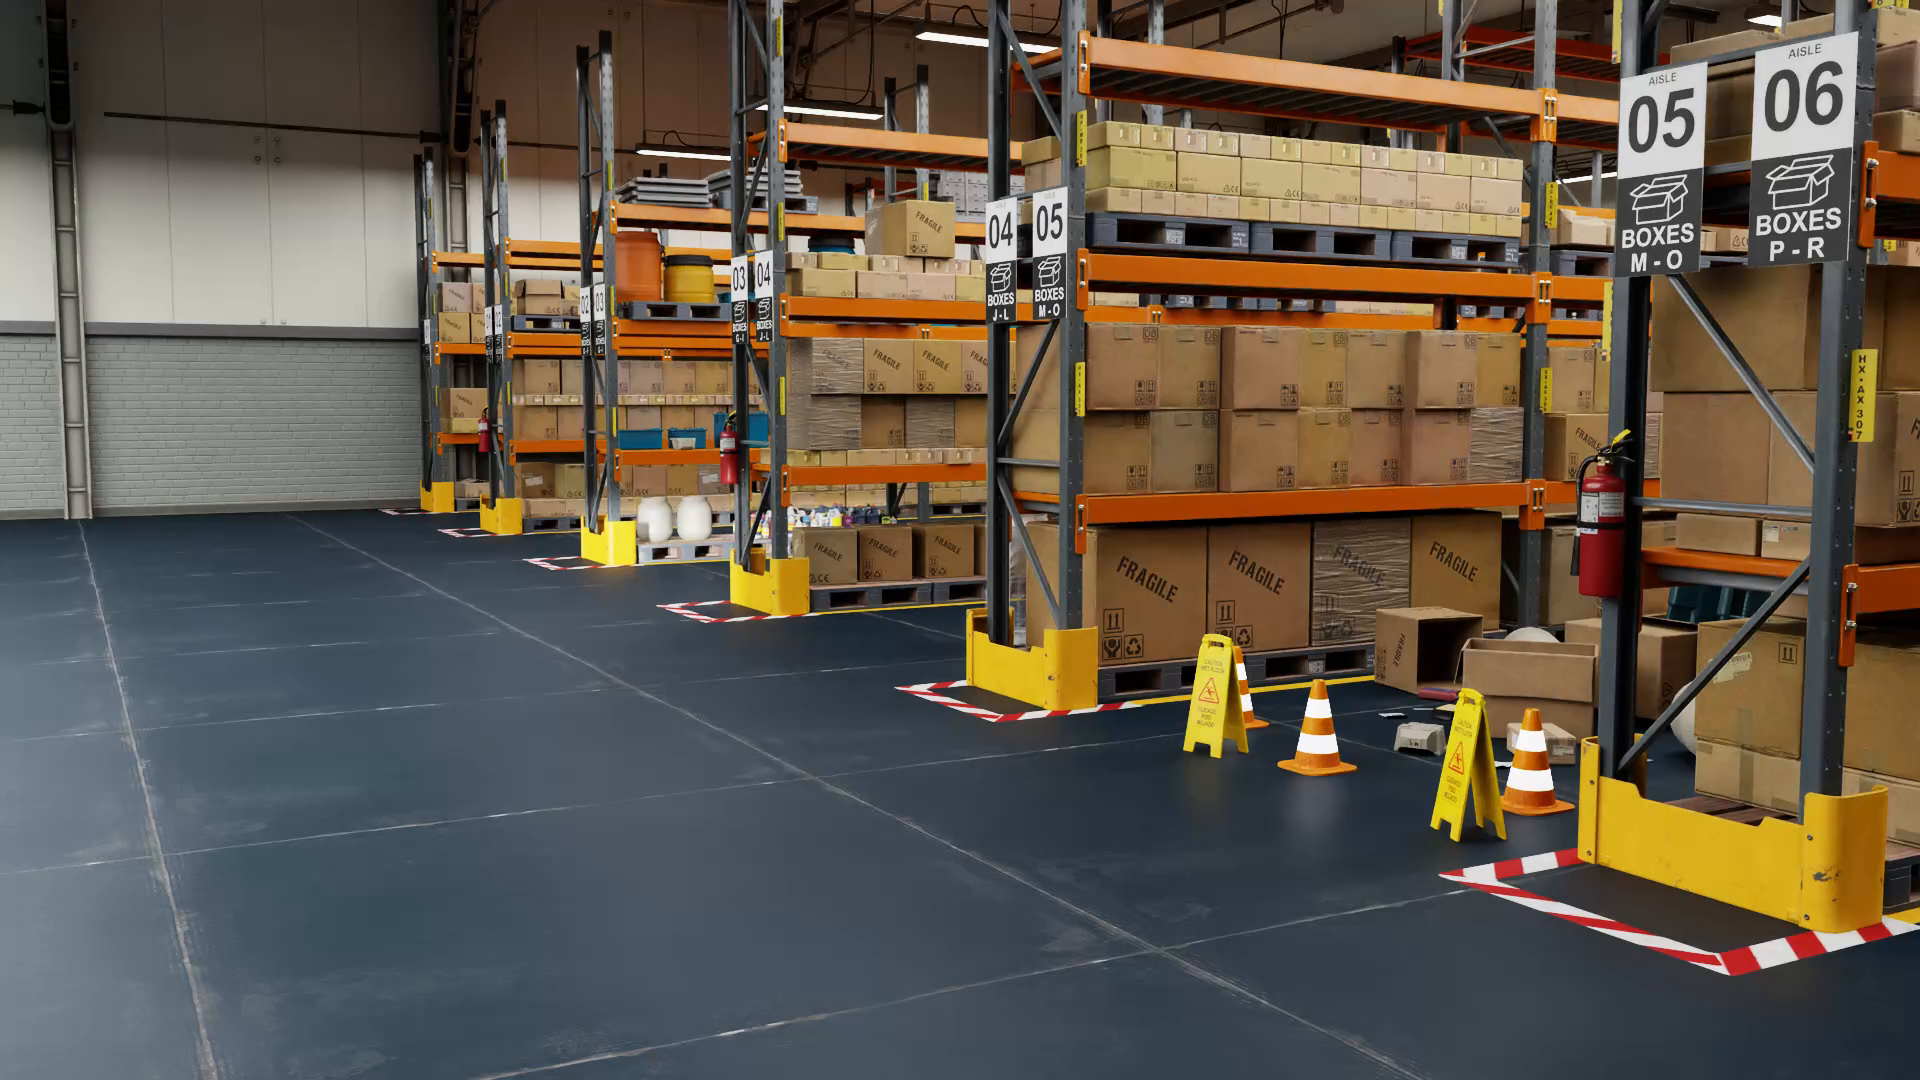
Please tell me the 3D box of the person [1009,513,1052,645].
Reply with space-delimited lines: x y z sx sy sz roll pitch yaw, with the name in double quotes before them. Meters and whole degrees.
"person" 0.512 -0.088 12.994 0.602 1.786 0.414 -4 6 -36
